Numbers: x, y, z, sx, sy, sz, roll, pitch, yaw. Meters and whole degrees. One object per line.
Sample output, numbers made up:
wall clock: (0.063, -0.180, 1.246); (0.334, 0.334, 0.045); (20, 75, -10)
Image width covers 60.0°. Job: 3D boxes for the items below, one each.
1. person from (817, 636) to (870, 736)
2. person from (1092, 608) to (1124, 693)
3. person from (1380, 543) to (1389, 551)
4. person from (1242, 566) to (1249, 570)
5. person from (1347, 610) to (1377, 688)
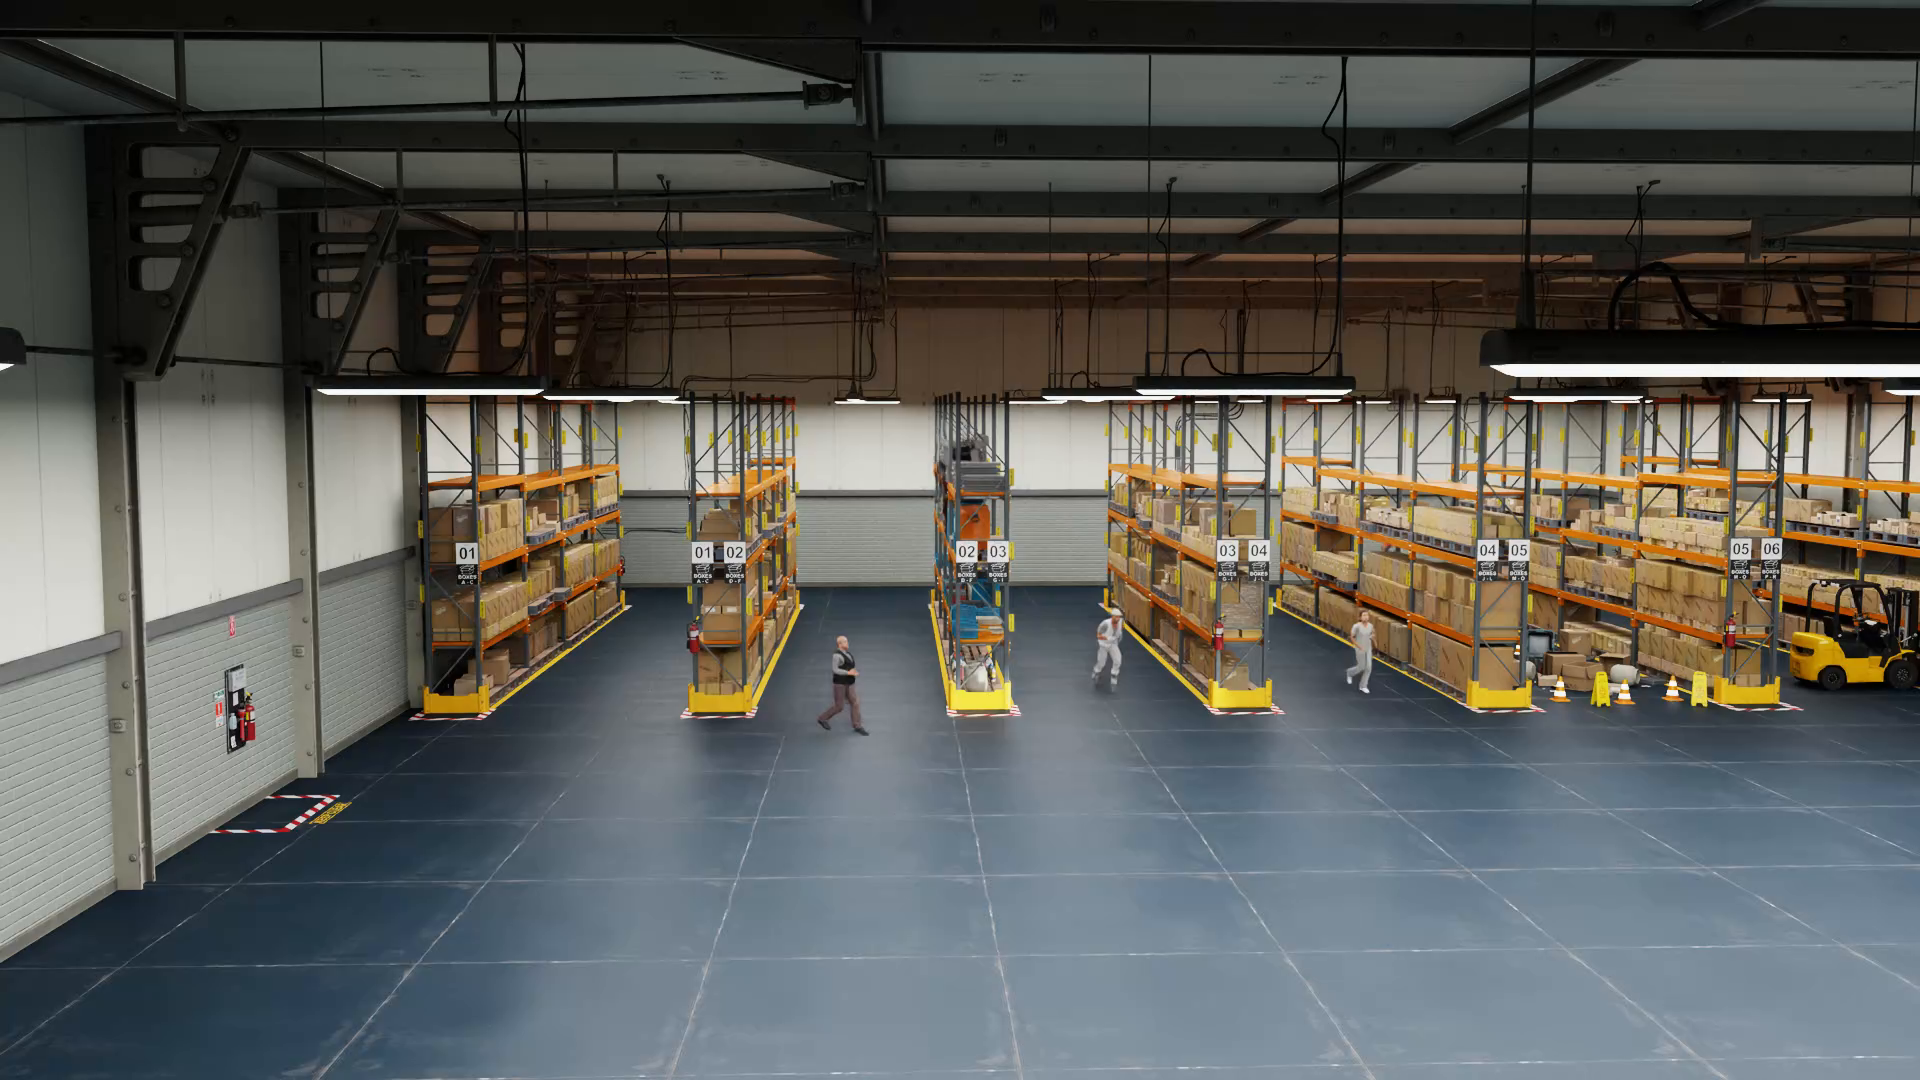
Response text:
person: (-2.035, 2.537, 28.977); (0.963, 1.735, 0.672); (2, 5, 24)
person: (2.989, 2.205, 33.680); (0.707, 1.729, 1.030); (-2, 5, -26)
person: (12.540, 0.921, 49.137); (0.660, 1.739, 0.684); (0, 5, 2)
person: (7.947, 1.202, 45.866); (0.591, 1.669, 0.964); (0, 5, 0)
person: (8.132, 2.194, 33.573); (0.568, 1.574, 0.571); (-1, 5, -17)
